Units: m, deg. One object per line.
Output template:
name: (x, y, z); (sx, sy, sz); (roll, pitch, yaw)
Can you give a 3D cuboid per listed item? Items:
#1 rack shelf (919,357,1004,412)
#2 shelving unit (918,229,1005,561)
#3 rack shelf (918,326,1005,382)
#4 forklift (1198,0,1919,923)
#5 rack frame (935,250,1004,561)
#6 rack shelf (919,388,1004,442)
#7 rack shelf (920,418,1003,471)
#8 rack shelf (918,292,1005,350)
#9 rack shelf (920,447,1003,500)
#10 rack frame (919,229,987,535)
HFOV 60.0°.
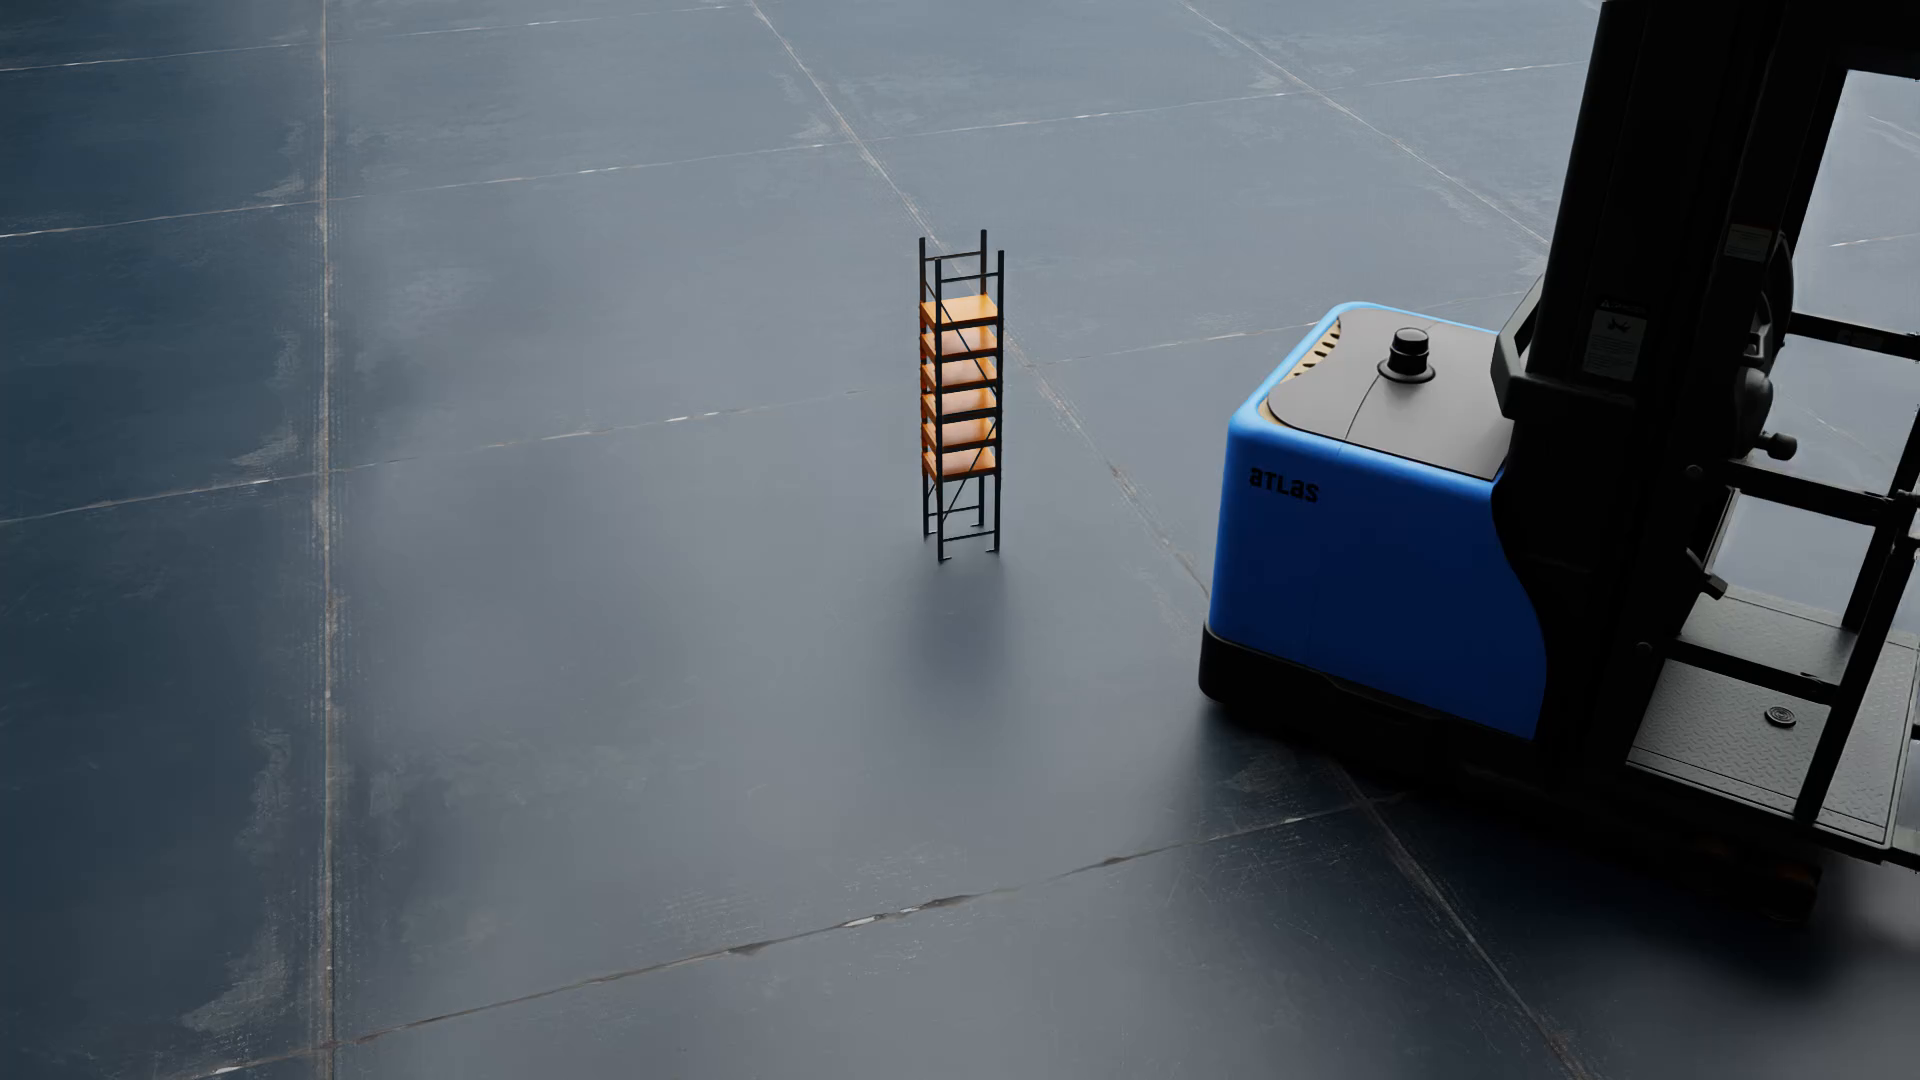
rack shelf: (0.004, -0.556, 5.866); (0.258, 0.103, 0.180); (-10, 35, -15)
shelving unit: (0.004, -0.493, 5.908); (0.258, 1.200, 0.189); (-10, 35, -15)
rack shelf: (0.004, -0.656, 5.800); (0.258, 0.103, 0.180); (-10, 35, -15)
forklift: (2.306, -0.497, 4.343); (3.031, 2.935, 1.130); (18, 38, 25)
rack frame: (0.032, -0.445, 5.835); (0.240, 1.200, 0.006); (-10, 35, -15)
rack shelf: (0.004, -0.456, 5.932); (0.258, 0.103, 0.180); (-10, 35, -15)
rack shelf: (0.004, -0.356, 5.998); (0.258, 0.103, 0.180); (-10, 35, -15)
rack shelf: (0.004, -0.756, 5.734); (0.258, 0.103, 0.180); (-10, 35, -15)
rack shelf: (0.004, -0.256, 6.065); (0.258, 0.103, 0.180); (-10, 35, -15)
rack frame: (-0.023, -0.541, 5.980); (0.240, 1.200, 0.006); (-10, 35, -15)
